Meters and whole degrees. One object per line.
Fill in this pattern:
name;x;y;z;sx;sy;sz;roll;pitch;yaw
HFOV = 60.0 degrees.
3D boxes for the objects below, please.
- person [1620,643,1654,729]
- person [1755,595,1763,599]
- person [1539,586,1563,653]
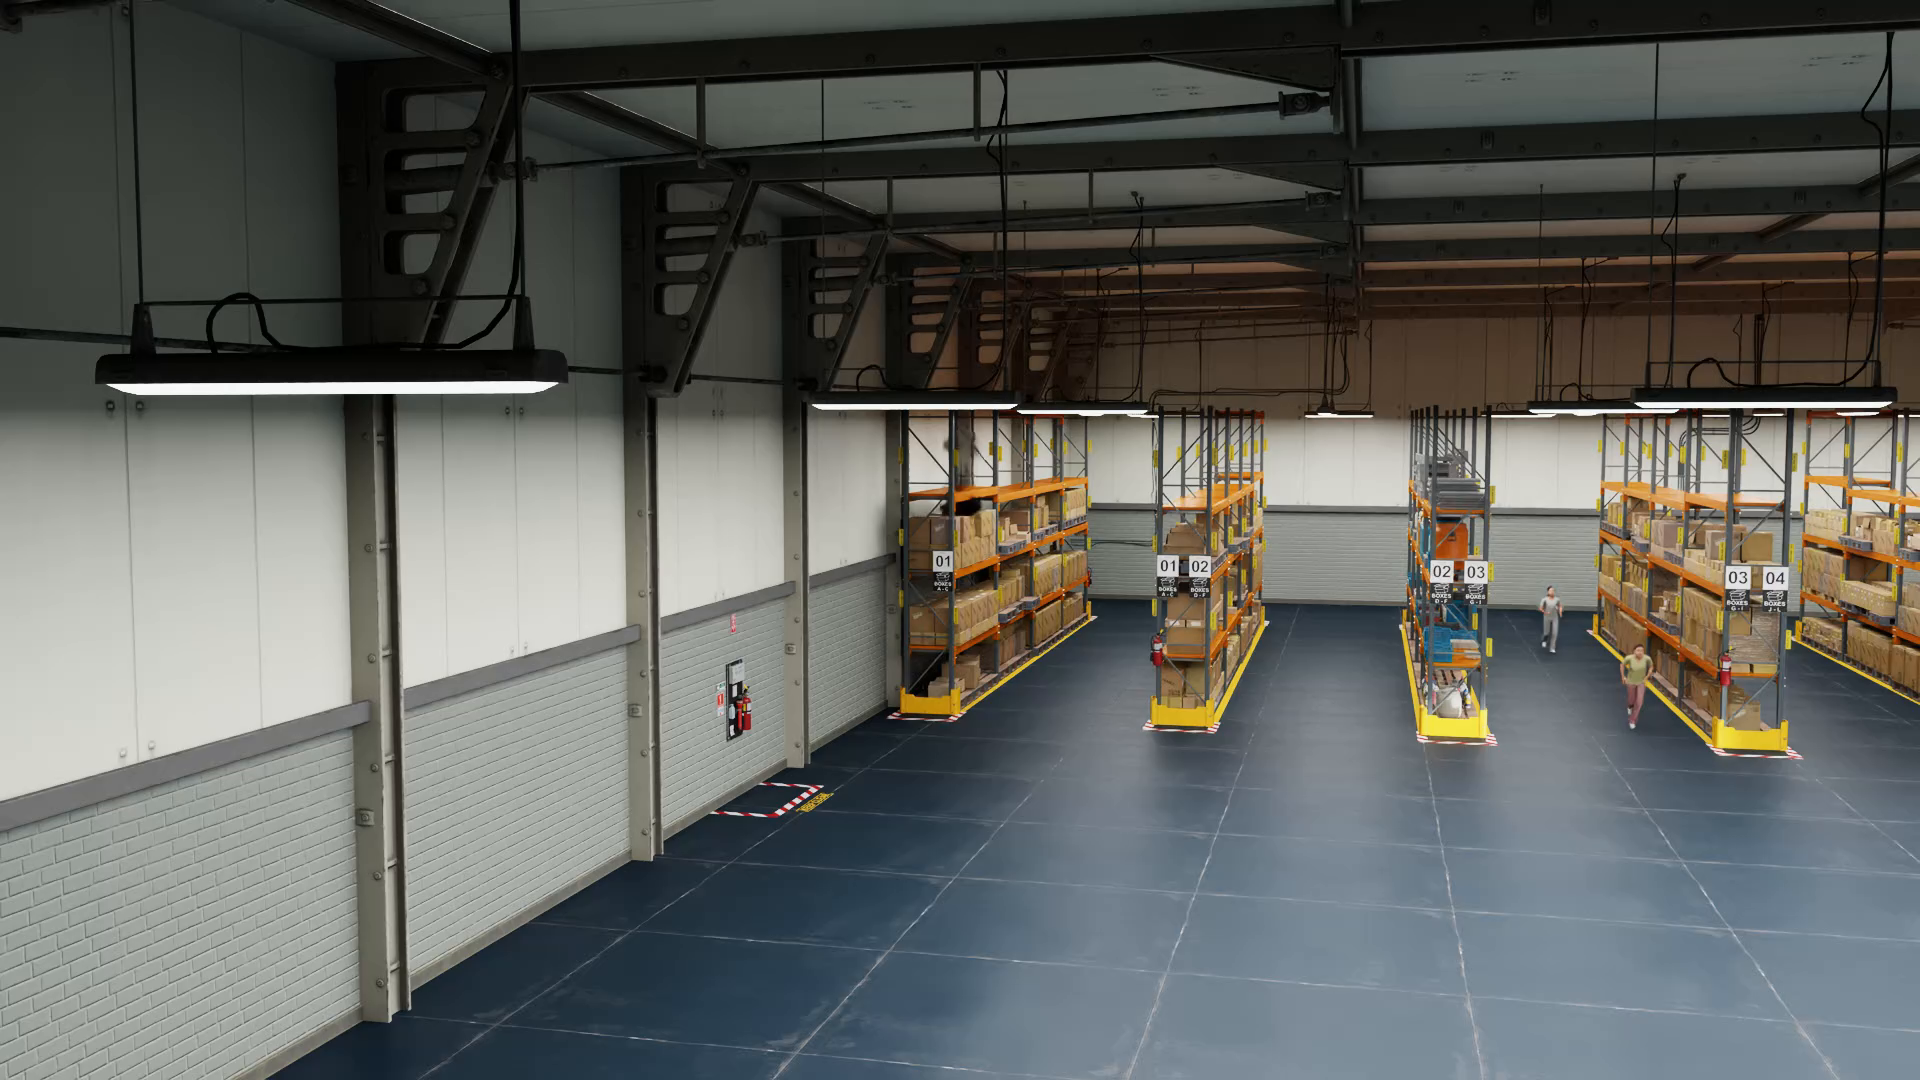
person;12.681;2.710;31.197;0.578;1.611;0.789;1;4;10
person;20.285;1.832;42.311;0.697;1.736;0.622;1;4;16
person;14.617;1.958;41.121;0.574;1.628;0.758;0;4;7
